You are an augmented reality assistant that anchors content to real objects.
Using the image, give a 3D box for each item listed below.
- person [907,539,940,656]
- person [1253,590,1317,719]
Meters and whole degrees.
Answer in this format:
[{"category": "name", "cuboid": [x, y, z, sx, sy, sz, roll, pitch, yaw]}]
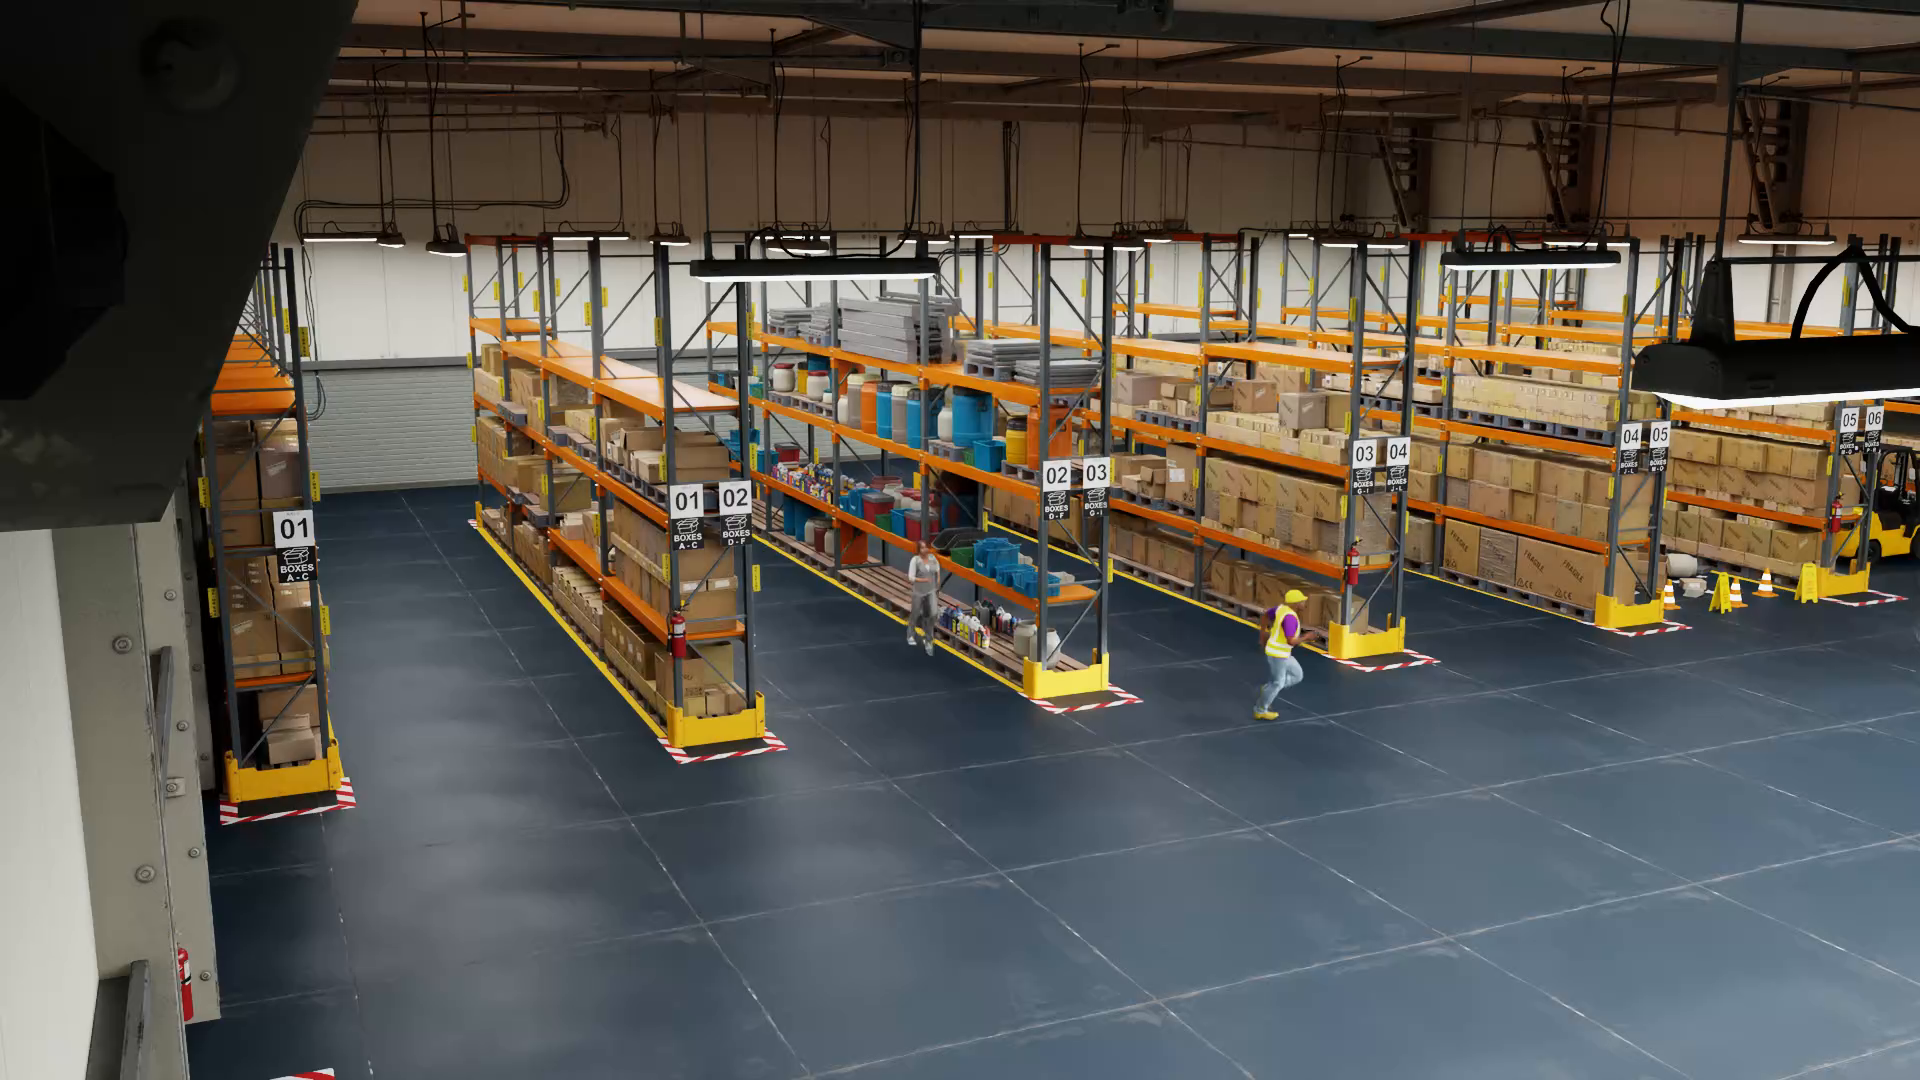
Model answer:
[{"category": "person", "cuboid": [-0.493, 0.793, 23.400, 0.545, 1.655, 0.785, -4, 12, -21]}, {"category": "person", "cuboid": [4.137, 1.450, 21.140, 0.762, 1.687, 0.684, 2, 11, 8]}]
